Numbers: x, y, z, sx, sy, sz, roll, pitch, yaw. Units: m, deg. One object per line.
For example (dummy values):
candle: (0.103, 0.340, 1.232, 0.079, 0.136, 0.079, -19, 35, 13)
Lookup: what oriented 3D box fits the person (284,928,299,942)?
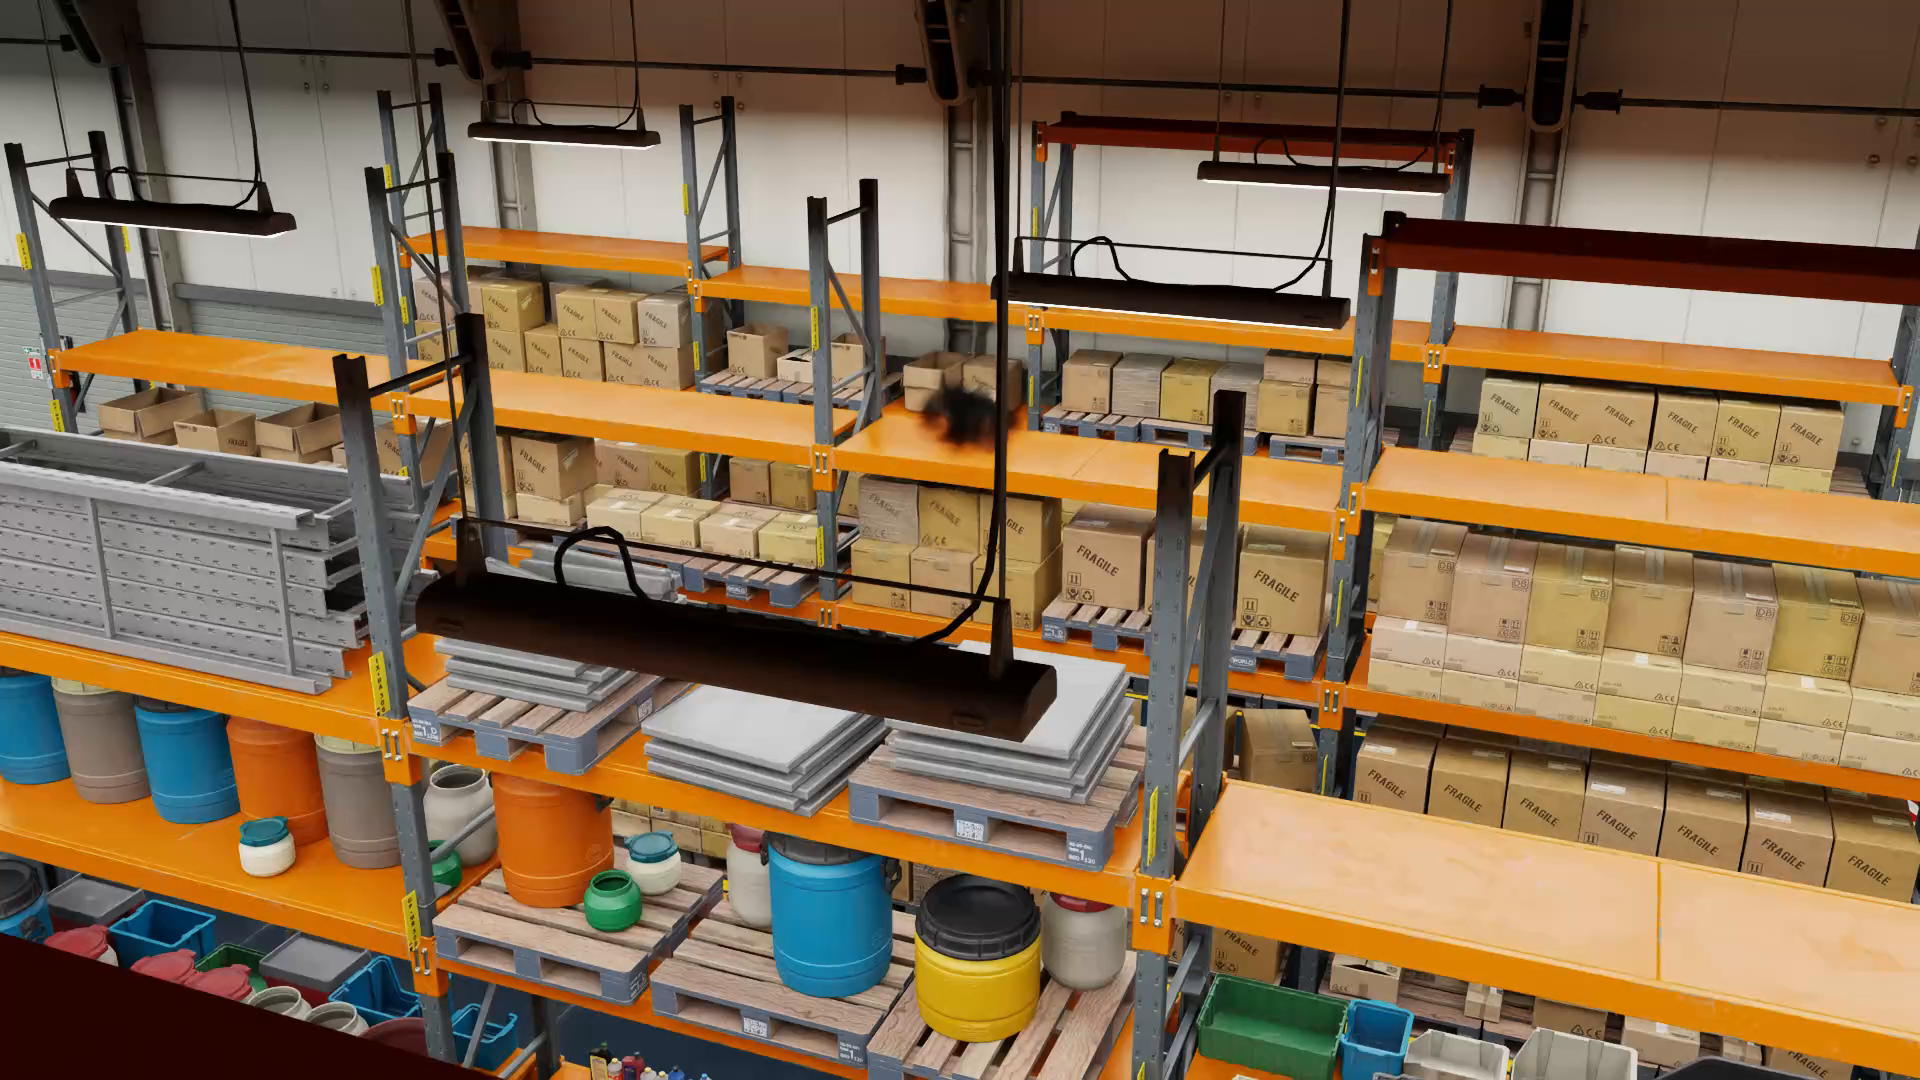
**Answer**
person: (-4.784, 2.785, 12.445, 0.922, 1.816, 0.687, 7, 22, 19)
